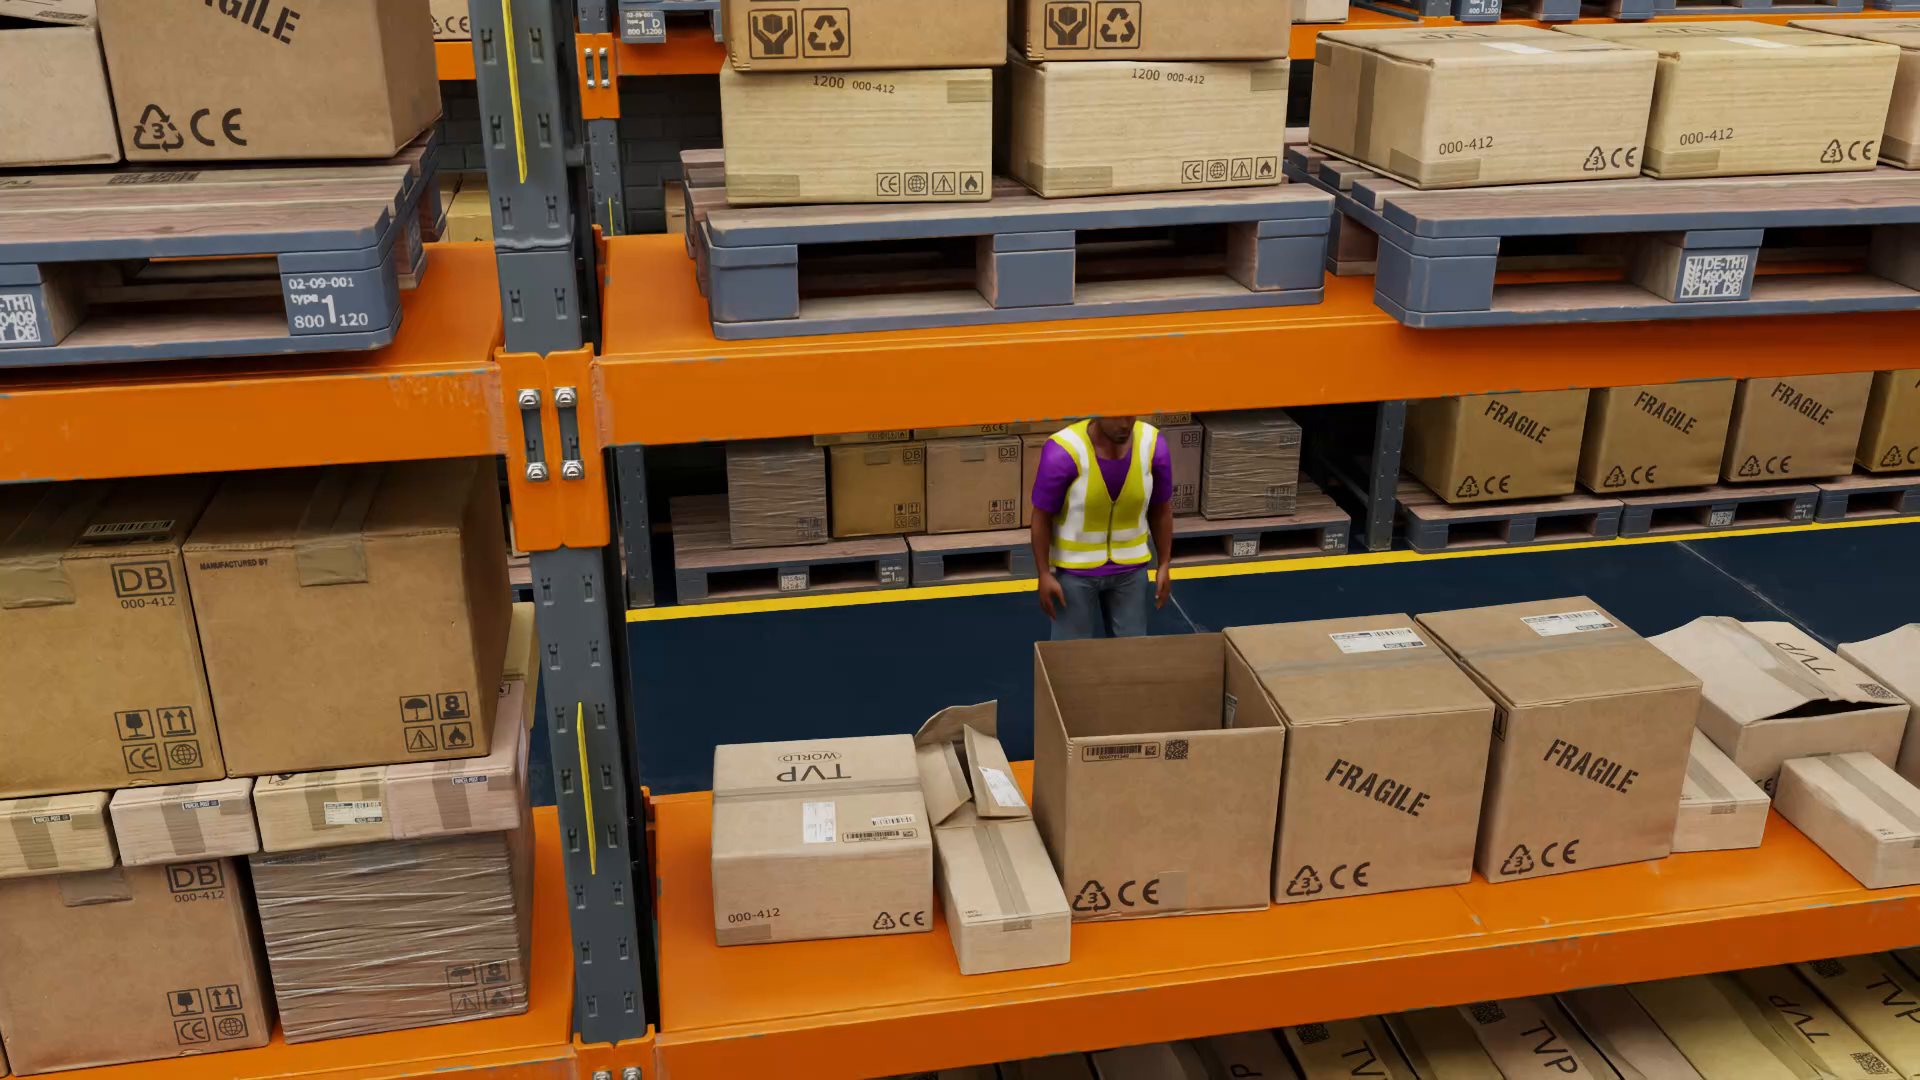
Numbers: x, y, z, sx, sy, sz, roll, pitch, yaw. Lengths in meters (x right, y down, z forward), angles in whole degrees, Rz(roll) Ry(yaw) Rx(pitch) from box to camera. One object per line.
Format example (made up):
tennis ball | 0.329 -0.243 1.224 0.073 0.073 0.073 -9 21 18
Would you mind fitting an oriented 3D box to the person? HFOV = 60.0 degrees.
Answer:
person | 0.583 0.125 6.779 0.601 1.763 0.457 -5 24 -11
